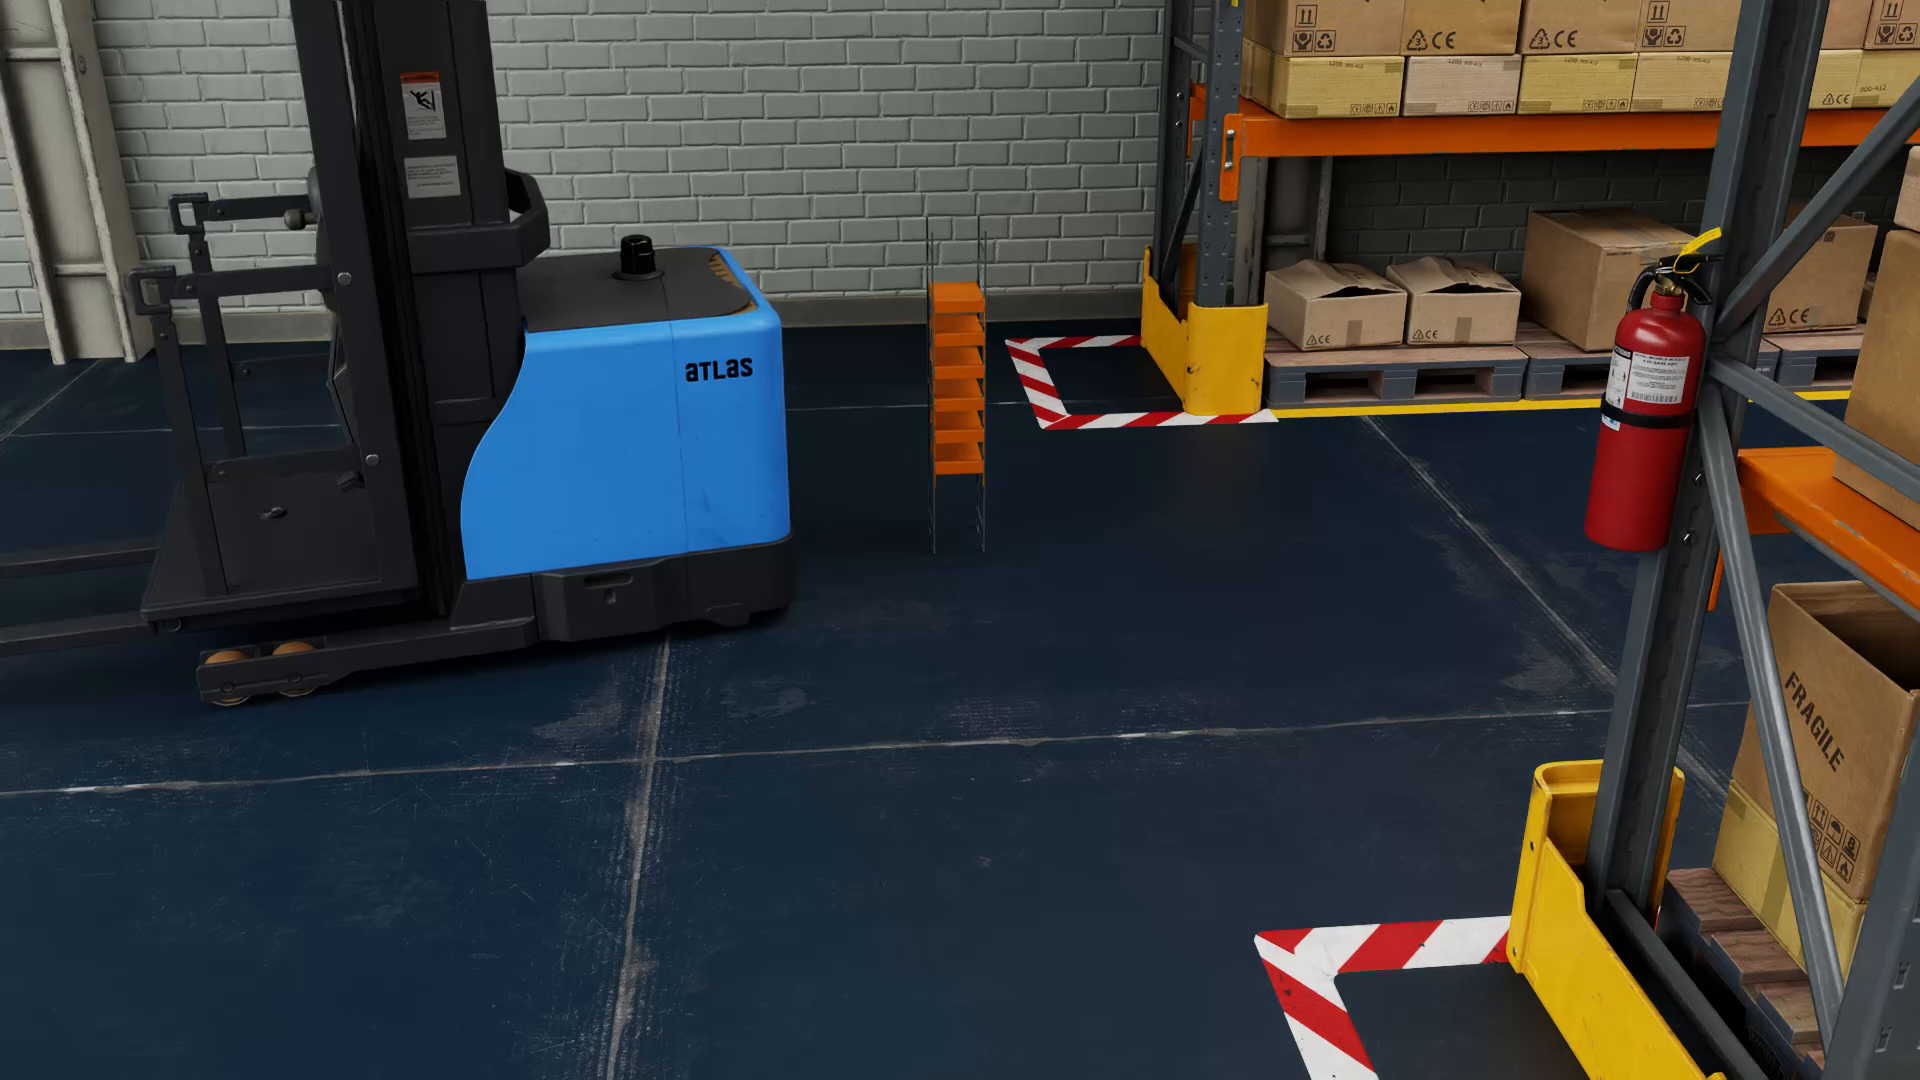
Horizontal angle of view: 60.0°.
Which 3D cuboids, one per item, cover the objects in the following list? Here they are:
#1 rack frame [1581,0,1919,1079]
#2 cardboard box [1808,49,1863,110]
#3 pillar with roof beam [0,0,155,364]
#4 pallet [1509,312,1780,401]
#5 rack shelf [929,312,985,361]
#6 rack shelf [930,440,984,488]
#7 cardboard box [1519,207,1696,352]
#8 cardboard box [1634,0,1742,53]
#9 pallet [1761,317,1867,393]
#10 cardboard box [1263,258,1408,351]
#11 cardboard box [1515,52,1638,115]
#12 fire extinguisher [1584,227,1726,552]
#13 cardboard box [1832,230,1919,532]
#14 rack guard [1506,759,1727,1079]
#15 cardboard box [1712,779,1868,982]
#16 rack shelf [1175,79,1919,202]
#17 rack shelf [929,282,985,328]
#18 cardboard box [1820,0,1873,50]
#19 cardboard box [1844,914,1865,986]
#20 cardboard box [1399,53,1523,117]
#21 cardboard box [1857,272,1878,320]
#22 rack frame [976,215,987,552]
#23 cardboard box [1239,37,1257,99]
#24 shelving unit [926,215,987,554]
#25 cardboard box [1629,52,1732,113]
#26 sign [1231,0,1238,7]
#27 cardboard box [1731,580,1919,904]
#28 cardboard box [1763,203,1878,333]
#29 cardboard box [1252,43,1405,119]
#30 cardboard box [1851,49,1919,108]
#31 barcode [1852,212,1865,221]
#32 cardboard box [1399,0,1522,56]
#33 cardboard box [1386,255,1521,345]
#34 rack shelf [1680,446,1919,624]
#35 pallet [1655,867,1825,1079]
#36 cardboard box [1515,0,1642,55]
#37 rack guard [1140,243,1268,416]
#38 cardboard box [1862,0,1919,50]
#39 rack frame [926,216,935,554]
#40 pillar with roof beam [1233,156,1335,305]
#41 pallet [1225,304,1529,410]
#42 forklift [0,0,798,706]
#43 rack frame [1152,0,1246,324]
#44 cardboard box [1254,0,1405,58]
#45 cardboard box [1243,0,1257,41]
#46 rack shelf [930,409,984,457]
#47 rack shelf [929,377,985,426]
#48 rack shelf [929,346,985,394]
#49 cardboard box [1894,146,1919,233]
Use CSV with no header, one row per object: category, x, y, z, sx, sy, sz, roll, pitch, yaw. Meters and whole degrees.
rack frame,1.562,-0.166,2.931,0.127,3.000,1.000,-2,24,-5
cardboard box,3.614,-2.084,7.406,0.500,0.250,0.500,-2,24,-5
pillar with roof beam,-3.865,-3.308,2.612,0.400,9.000,9.100,-2,24,-5
pallet,3.170,-0.963,8.156,1.213,0.211,1.003,-2,24,-5
rack shelf,-0.014,-0.726,5.926,0.180,0.103,0.258,-2,24,-5
rack shelf,-0.014,-0.288,6.121,0.180,0.103,0.258,-2,24,-5
cardboard box,3.071,-1.250,7.905,0.500,0.500,0.700,-4,24,-8
cardboard box,3.096,-2.408,7.212,0.500,0.500,0.500,-2,24,-3
pallet,4.387,-1.013,8.268,1.213,0.211,1.003,-2,24,-5
cardboard box,1.768,-1.132,7.872,0.500,0.311,0.500,-5,24,-11
cardboard box,2.611,-2.044,7.317,0.500,0.250,0.500,-3,24,-6
fire extinguisher,1.398,-0.314,3.358,0.183,0.674,0.296,-2,24,-5
cardboard box,2.027,-0.225,2.941,0.500,0.500,0.700,-2,24,-5
rack guard,1.538,0.977,3.436,0.348,0.500,1.175,-2,24,-5
cardboard box,2.066,0.758,3.721,0.500,0.250,0.500,-2,24,-5
rack shelf,3.061,-1.919,7.761,4.000,0.370,1.077,-2,24,-5
rack shelf,-0.014,-0.836,5.877,0.180,0.103,0.258,-2,24,-5
cardboard box,3.613,-2.429,7.259,0.500,0.500,0.500,-3,24,-7
cardboard box,2.117,0.967,3.250,0.500,0.250,0.500,-2,24,-5
cardboard box,2.103,-2.027,7.276,0.500,0.250,0.500,-3,24,-7
cardboard box,4.522,-1.201,8.205,0.250,0.166,0.380,-5,25,-12
rack frame,0.077,-0.551,6.013,0.006,1.200,0.240,-2,24,-5
cardboard box,1.517,-2.206,7.680,0.500,0.250,0.500,-2,24,-4
shelving unit,-0.014,-0.548,6.005,0.189,1.200,0.258,-2,24,-5
cardboard box,3.114,-2.064,7.360,0.500,0.250,0.500,-2,24,-5
sign,1.125,-2.345,6.766,0.005,0.325,0.100,-2,24,-5
cardboard box,2.066,0.414,3.570,0.500,0.500,0.500,-2,24,-5
cardboard box,4.023,-1.329,8.083,0.500,0.500,0.500,-4,24,-9
cardboard box,1.588,-2.000,7.217,0.500,0.250,0.500,-3,24,-7
cardboard box,4.113,-2.111,7.465,0.500,0.250,0.500,-2,24,-5
barcode,4.491,-1.608,8.317,0.075,0.075,0.001,-2,24,-5
cardboard box,2.068,-2.365,7.114,0.500,0.500,0.500,-2,24,-5
cardboard box,2.336,-1.155,7.923,0.500,0.311,0.500,0,24,-1
rack shelf,3.552,0.083,3.256,4.000,0.370,1.077,-2,24,-5
pallet,2.319,1.061,3.604,1.213,0.211,1.003,-2,24,-5
cardboard box,2.583,-2.383,7.155,0.500,0.500,0.500,-3,24,-7
rack guard,1.147,-1.029,7.950,0.348,0.500,1.175,-2,24,-5
cardboard box,4.115,-2.445,7.295,0.500,0.500,0.500,-2,24,-5
rack frame,-0.105,-0.544,5.997,0.006,1.200,0.240,-2,24,-5
pillar with roof beam,2.106,-3.547,3.151,0.400,9.000,9.100,-2,24,-5
pallet,1.959,-0.915,8.049,1.213,0.211,1.003,-2,24,-5
forklift,-2.127,-1.070,5.049,3.031,2.935,1.130,-7,25,-16
rack frame,1.071,-2.168,7.435,0.127,3.000,1.000,-2,24,-5
cardboard box,1.576,-2.349,7.079,0.500,0.500,0.500,-2,24,-5
cardboard box,1.519,-2.556,7.545,0.500,0.500,0.500,-3,24,-6
rack shelf,-0.014,-0.397,6.072,0.180,0.103,0.258,-2,24,-5
rack shelf,-0.014,-0.507,6.023,0.180,0.103,0.258,-2,24,-5
rack shelf,-0.014,-0.617,5.974,0.180,0.103,0.258,-2,24,-5
cardboard box,1.923,-0.601,2.986,0.250,0.149,0.380,-3,24,-6
